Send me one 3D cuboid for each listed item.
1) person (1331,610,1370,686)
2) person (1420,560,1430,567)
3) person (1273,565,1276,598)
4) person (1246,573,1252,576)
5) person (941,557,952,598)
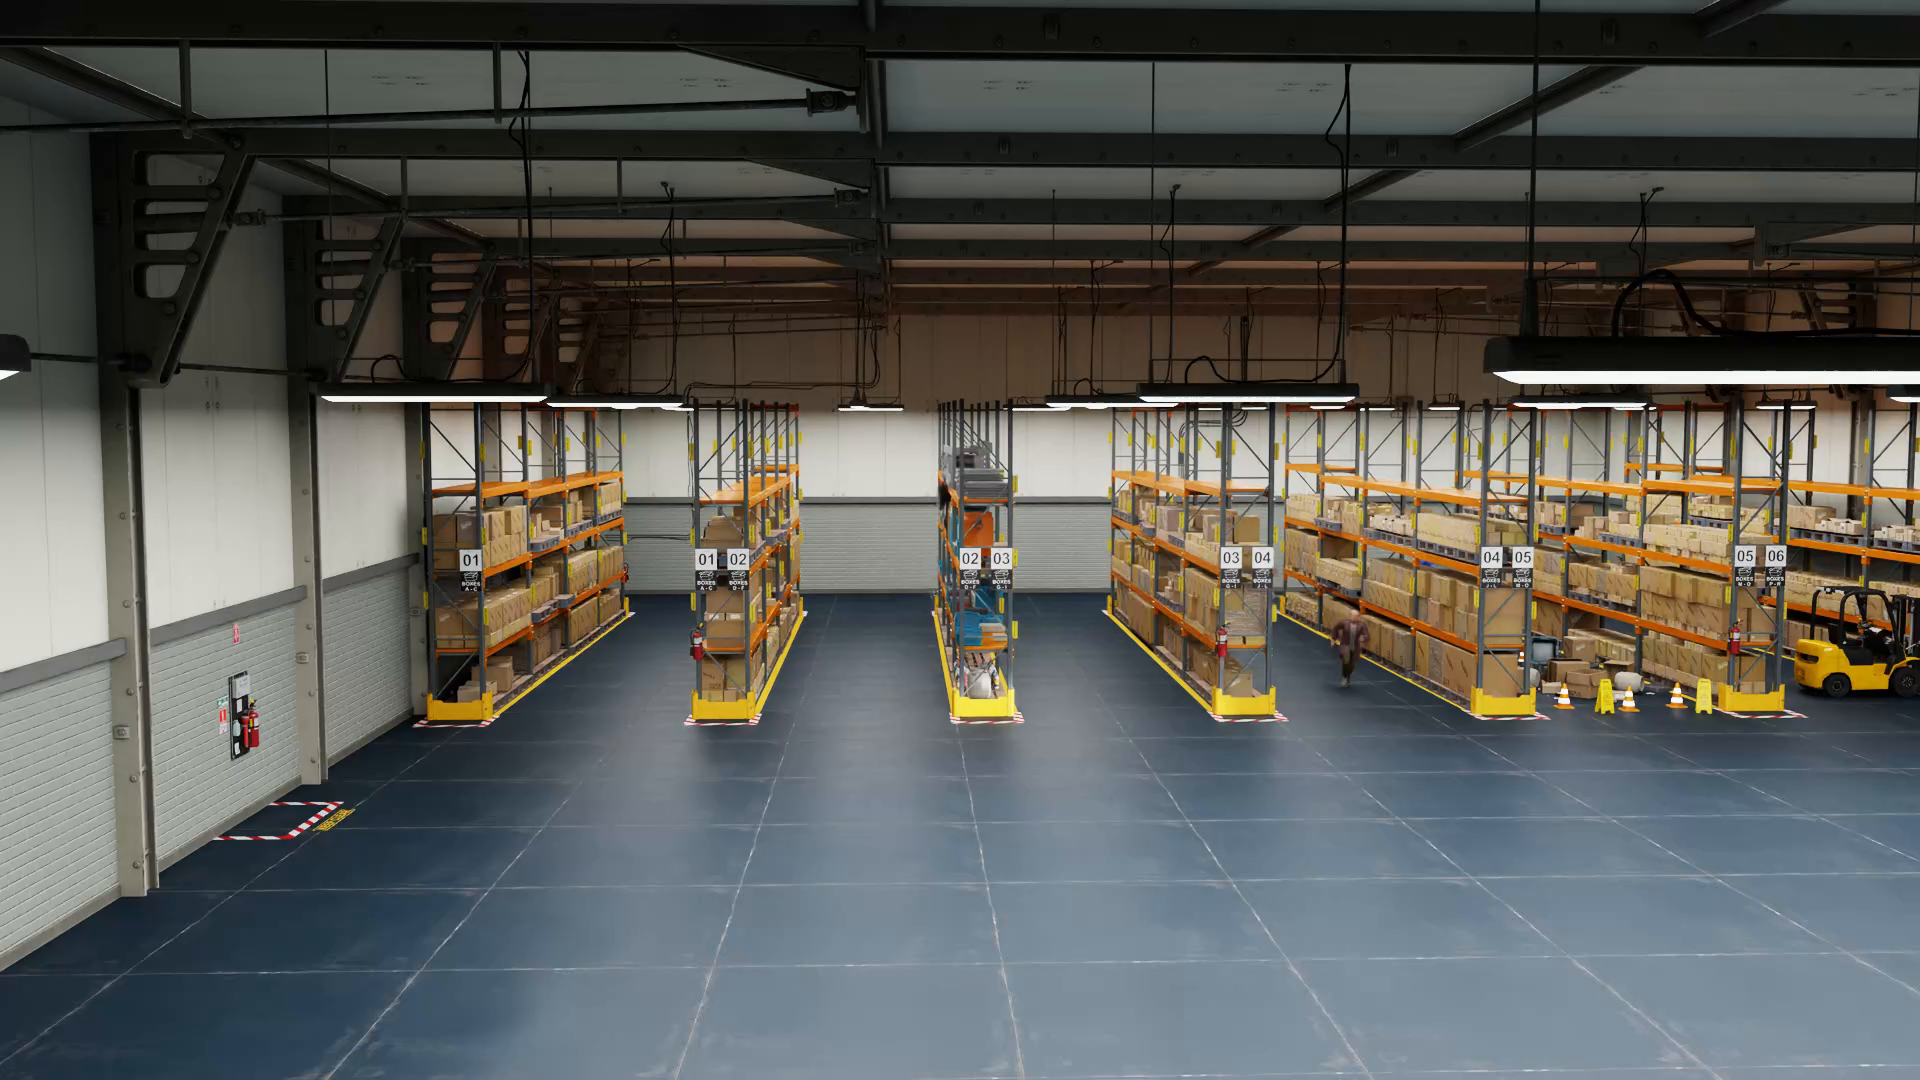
[{"bbox_3d":[8.134,2.257,34.575,0.697,1.650,0.966,0,4,-4],"label":"person"},{"bbox_3d":[13.811,1.124,49.456,0.901,1.675,0.571,-1,4,-14],"label":"person"},{"bbox_3d":[9.040,1.149,48.804,0.678,1.661,0.675,-1,4,-9],"label":"person"},{"bbox_3d":[8.441,1.139,48.614,0.571,1.528,0.690,1,4,12],"label":"person"},{"bbox_3d":[-0.265,1.194,49.617,0.623,1.521,0.496,1,4,12],"label":"person"}]
